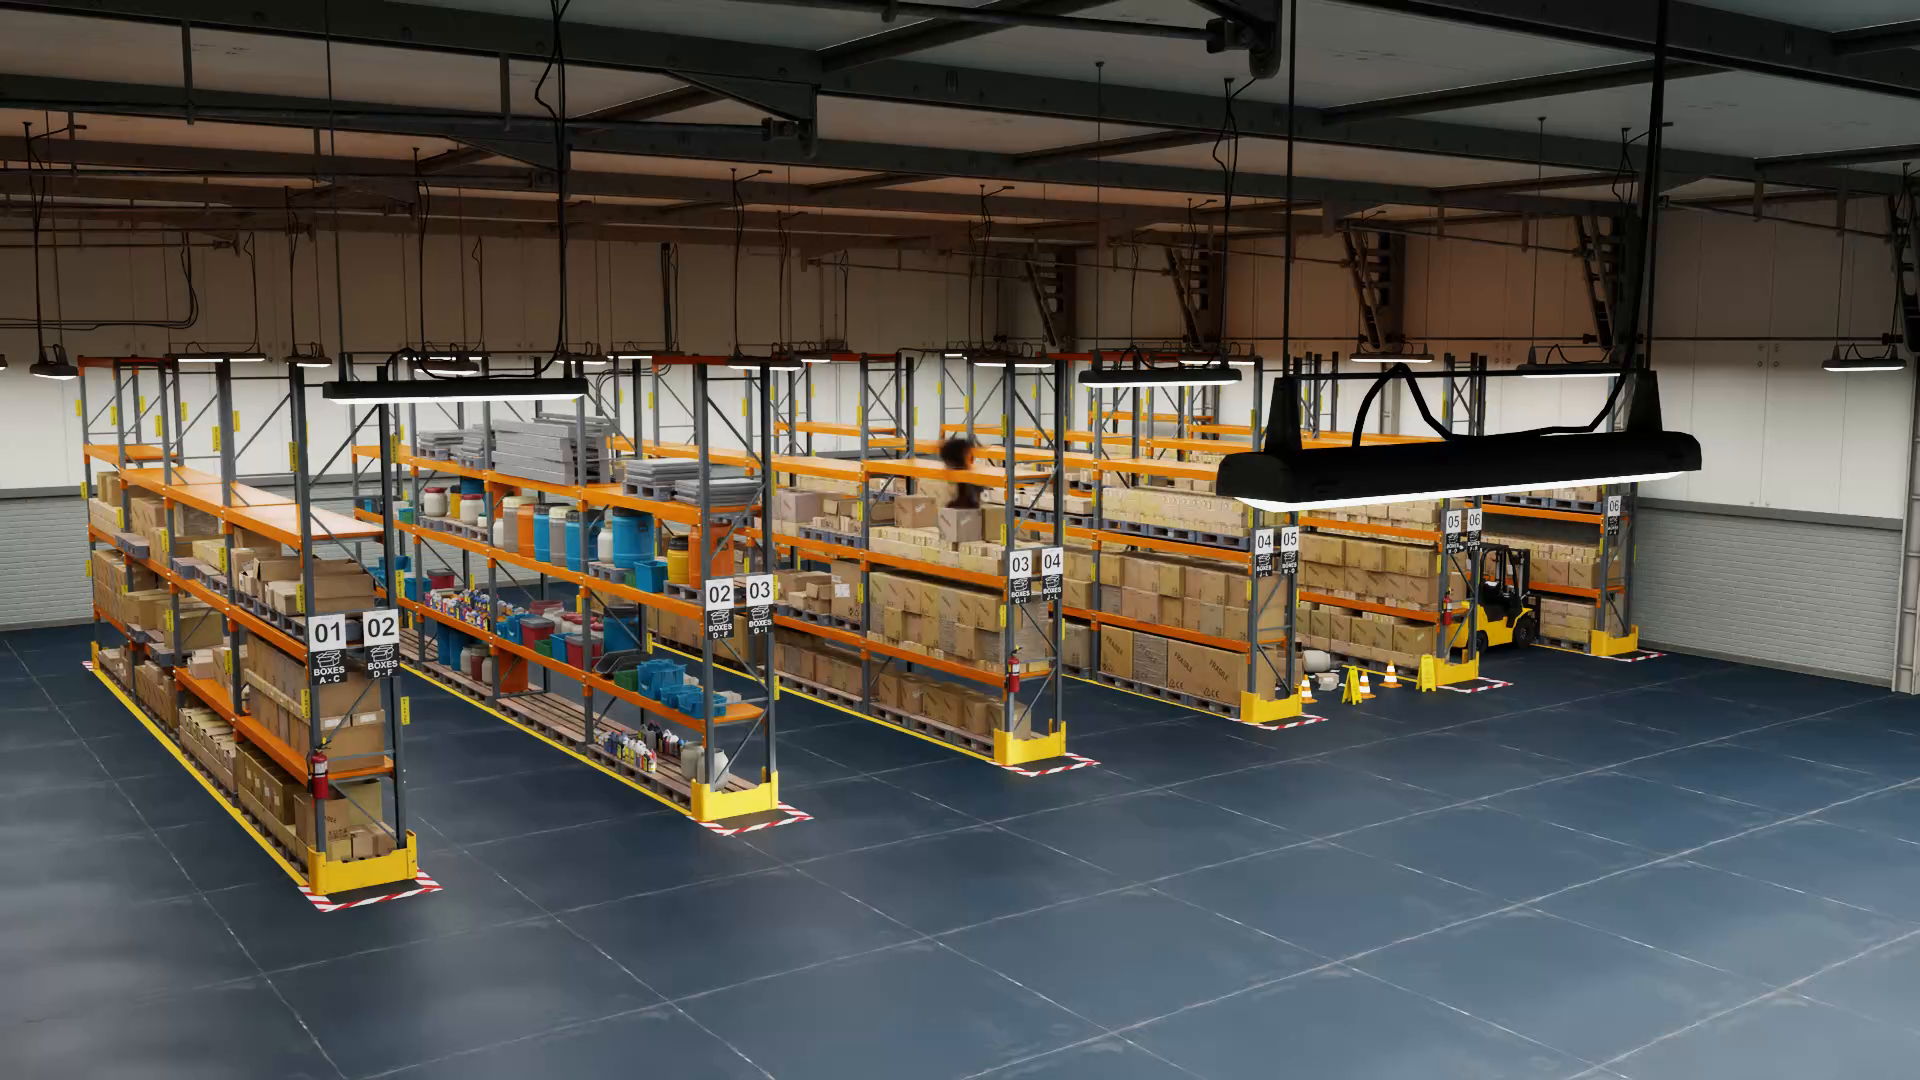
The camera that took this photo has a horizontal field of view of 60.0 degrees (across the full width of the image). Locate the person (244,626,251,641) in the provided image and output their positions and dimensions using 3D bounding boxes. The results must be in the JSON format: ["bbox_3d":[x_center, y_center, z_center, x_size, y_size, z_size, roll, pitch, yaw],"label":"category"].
[{"bbox_3d":[-14.250,1.532,33.104,0.733,1.600,0.887,-4,8,-32],"label":"person"}]
